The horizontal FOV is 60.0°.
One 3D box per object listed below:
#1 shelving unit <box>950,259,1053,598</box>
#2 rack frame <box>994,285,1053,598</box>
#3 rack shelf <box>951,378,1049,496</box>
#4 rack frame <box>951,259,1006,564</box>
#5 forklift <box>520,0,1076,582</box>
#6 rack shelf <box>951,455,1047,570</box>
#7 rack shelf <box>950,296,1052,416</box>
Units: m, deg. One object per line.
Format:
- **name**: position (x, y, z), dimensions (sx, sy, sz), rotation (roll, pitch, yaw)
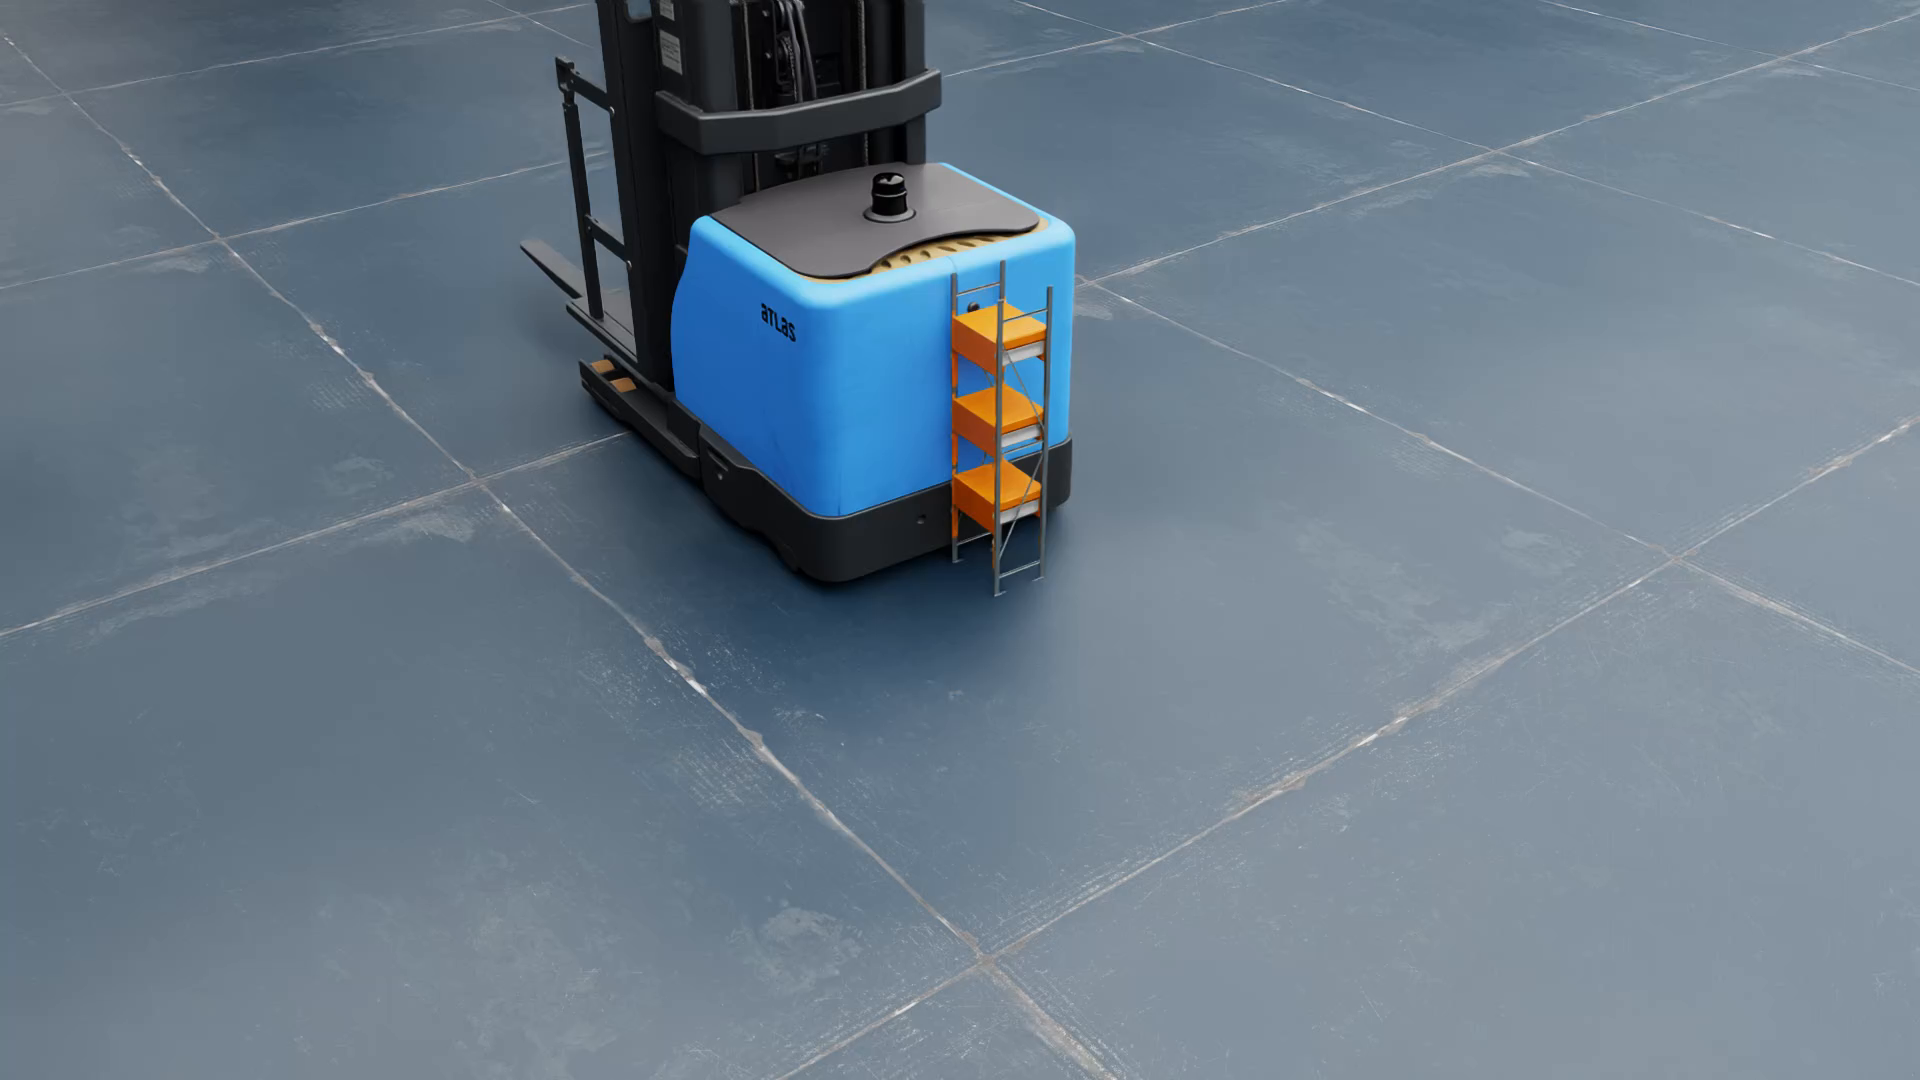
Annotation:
- **shelving unit**: position (0.126, -0.341, 5.305), dimensions (0.215, 1.050, 0.252), rotation (-20, 37, -29)
- **rack frame**: position (0.195, -0.288, 5.219), dimensions (0.200, 1.050, 0.008), rotation (-20, 37, -29)
- **rack shelf**: position (0.126, -0.332, 5.310), dimensions (0.215, 0.259, 0.240), rotation (-20, 37, -29)
- **rack frame**: position (0.057, -0.395, 5.390), dimensions (0.200, 1.050, 0.008), rotation (-20, 37, -29)
- **forklift**: position (-0.855, -1.840, 5.934), dimensions (1.130, 2.935, 3.031), rotation (-20, 37, -29)
- **rack shelf**: position (0.126, -0.096, 5.457), dimensions (0.215, 0.259, 0.240), rotation (-20, 37, -29)
- **rack shelf**: position (0.126, -0.573, 5.160), dimensions (0.215, 0.259, 0.240), rotation (-20, 37, -29)
